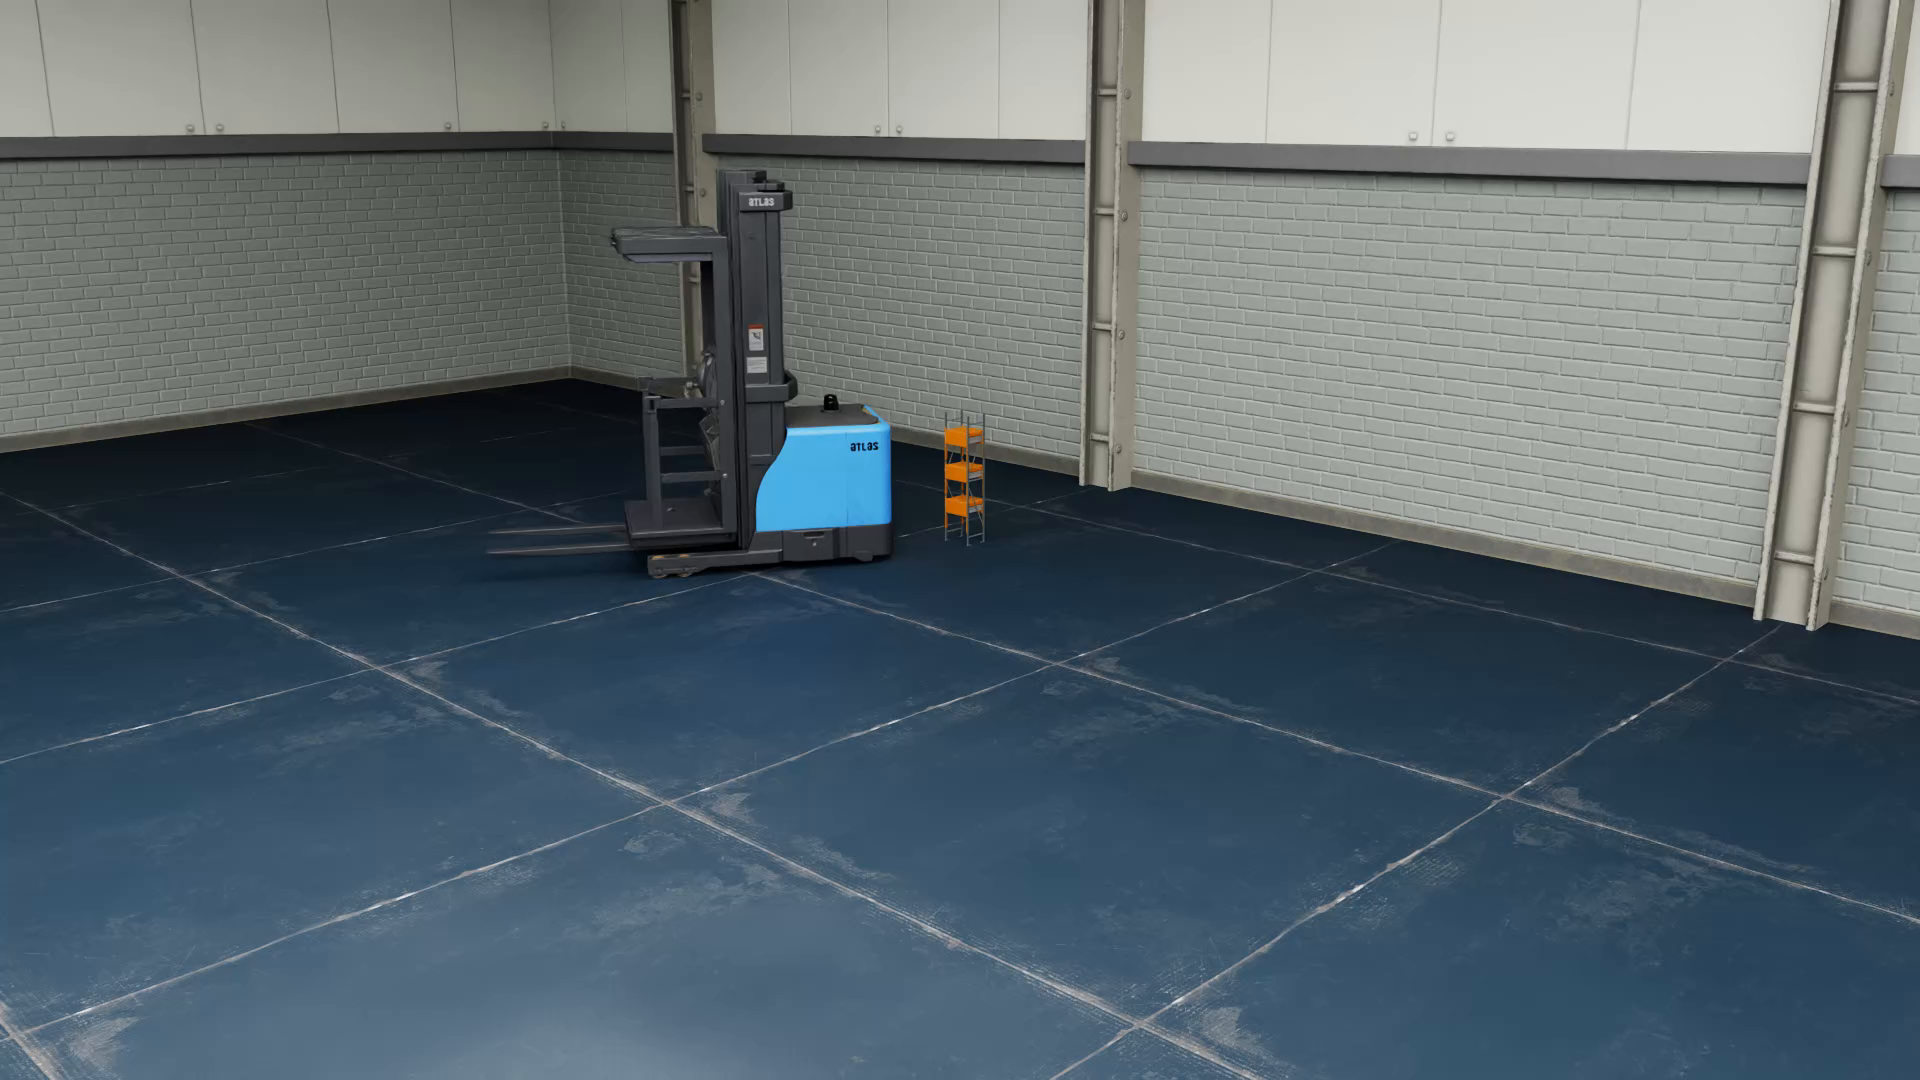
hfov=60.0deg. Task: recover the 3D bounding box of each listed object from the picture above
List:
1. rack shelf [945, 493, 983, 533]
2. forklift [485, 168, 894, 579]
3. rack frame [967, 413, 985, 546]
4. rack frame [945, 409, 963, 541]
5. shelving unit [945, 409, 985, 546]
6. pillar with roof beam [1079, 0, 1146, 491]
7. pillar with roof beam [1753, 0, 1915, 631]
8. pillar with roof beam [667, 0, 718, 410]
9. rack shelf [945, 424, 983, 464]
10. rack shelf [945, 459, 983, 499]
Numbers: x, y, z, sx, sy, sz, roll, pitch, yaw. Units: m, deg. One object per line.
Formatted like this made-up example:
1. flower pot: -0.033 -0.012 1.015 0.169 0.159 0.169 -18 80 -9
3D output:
1. rack shelf: 0.039 -0.219 13.336 0.240 0.259 0.215 14 20 42
2. forklift: -2.083 -1.279 12.527 3.031 2.935 1.130 -4 15 -13
3. rack frame: 0.126 -0.477 13.182 0.008 1.050 0.200 14 20 42
4. rack frame: -0.049 -0.520 13.346 0.008 1.050 0.200 14 20 42
5. shelving unit: 0.039 -0.499 13.264 0.252 1.050 0.215 14 20 42
6. pillar with roof beam: -1.641 -4.078 11.237 0.400 9.000 9.100 14 20 42
7. pillar with roof beam: 2.679 -3.028 7.207 0.400 9.000 9.100 14 20 42
8. pillar with roof beam: -5.960 -5.128 15.267 0.400 9.000 9.100 14 20 42
9. rack shelf: 0.039 -0.763 13.195 0.240 0.259 0.215 14 20 42
10. rack shelf: 0.039 -0.488 13.266 0.240 0.259 0.215 14 20 42
